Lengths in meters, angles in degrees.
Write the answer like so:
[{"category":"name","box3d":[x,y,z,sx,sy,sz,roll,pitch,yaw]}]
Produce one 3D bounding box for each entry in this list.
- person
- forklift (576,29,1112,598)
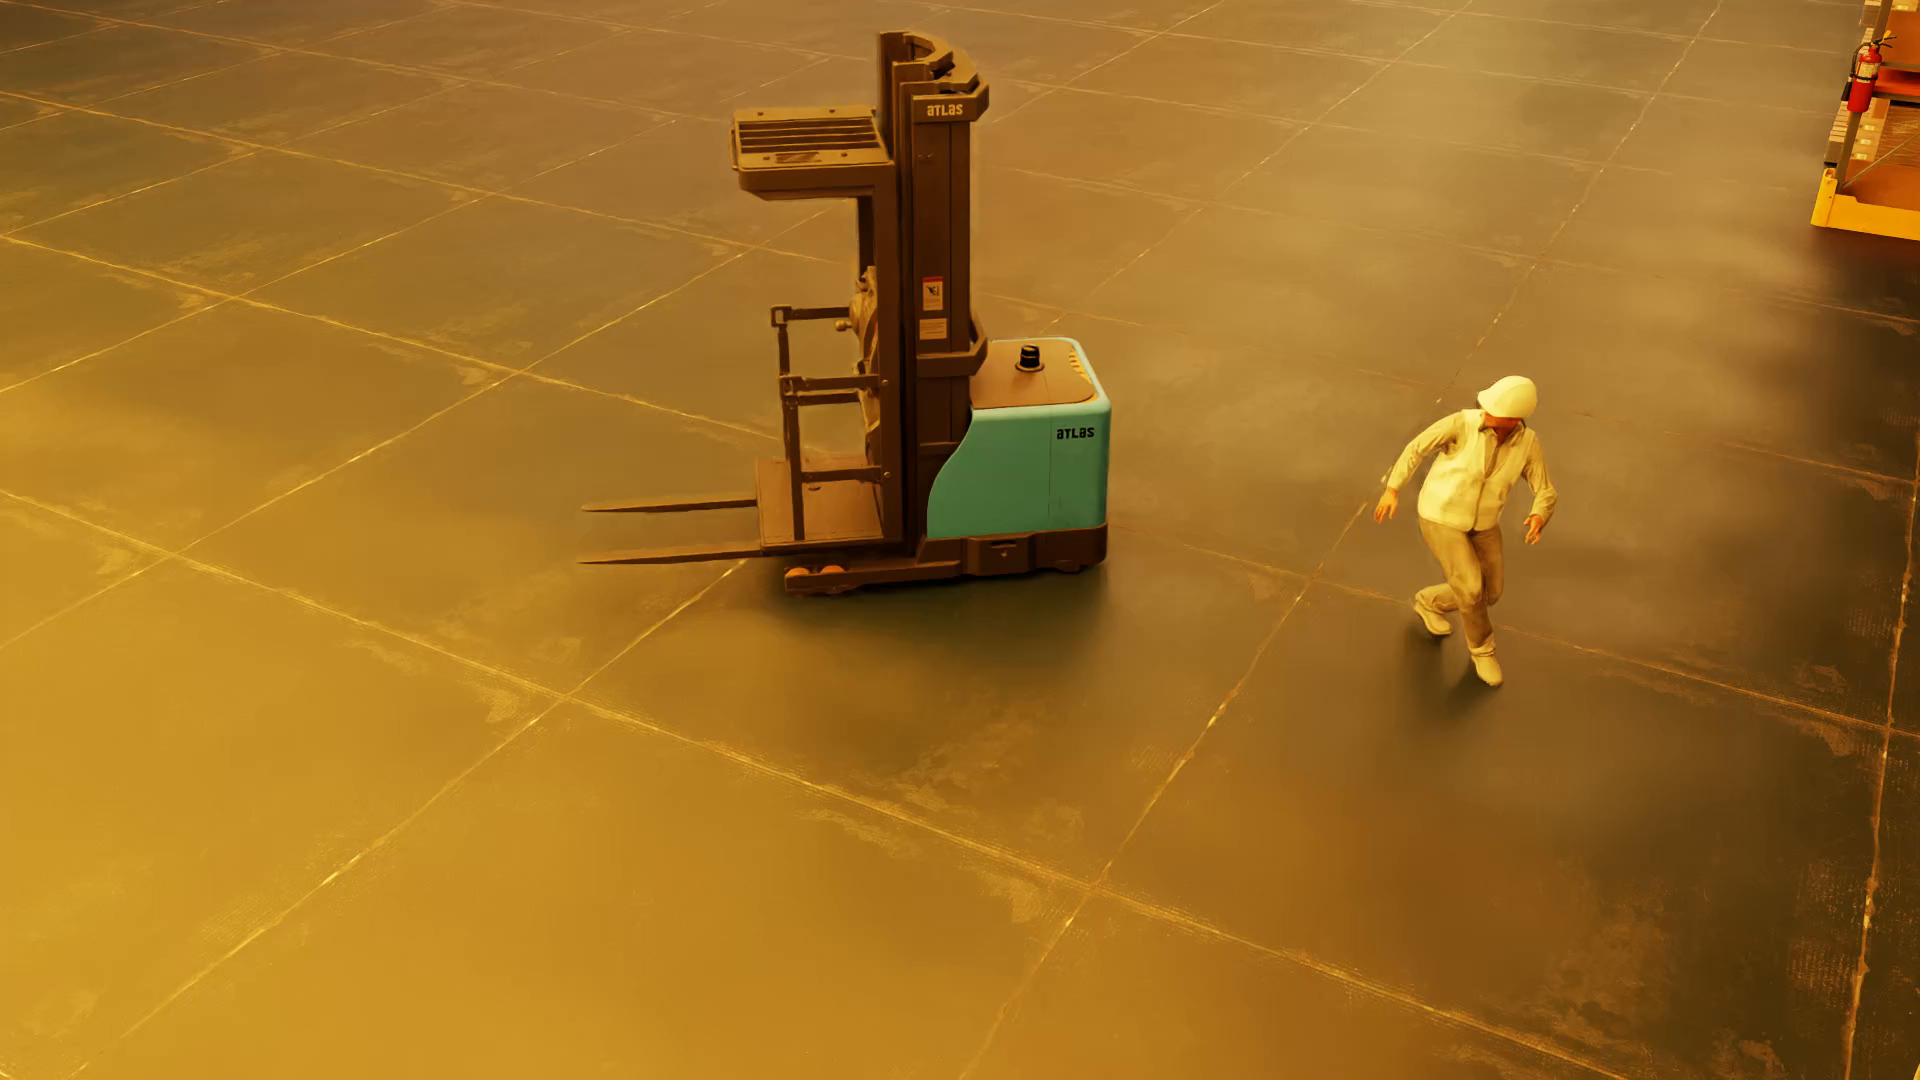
[{"category":"person","box3d":[2.595,-0.072,8.511,0.818,1.648,0.807,-6,31,-11]},{"category":"forklift","box3d":[-0.704,-1.225,9.194,3.031,2.935,1.130,-4,30,-7]}]
